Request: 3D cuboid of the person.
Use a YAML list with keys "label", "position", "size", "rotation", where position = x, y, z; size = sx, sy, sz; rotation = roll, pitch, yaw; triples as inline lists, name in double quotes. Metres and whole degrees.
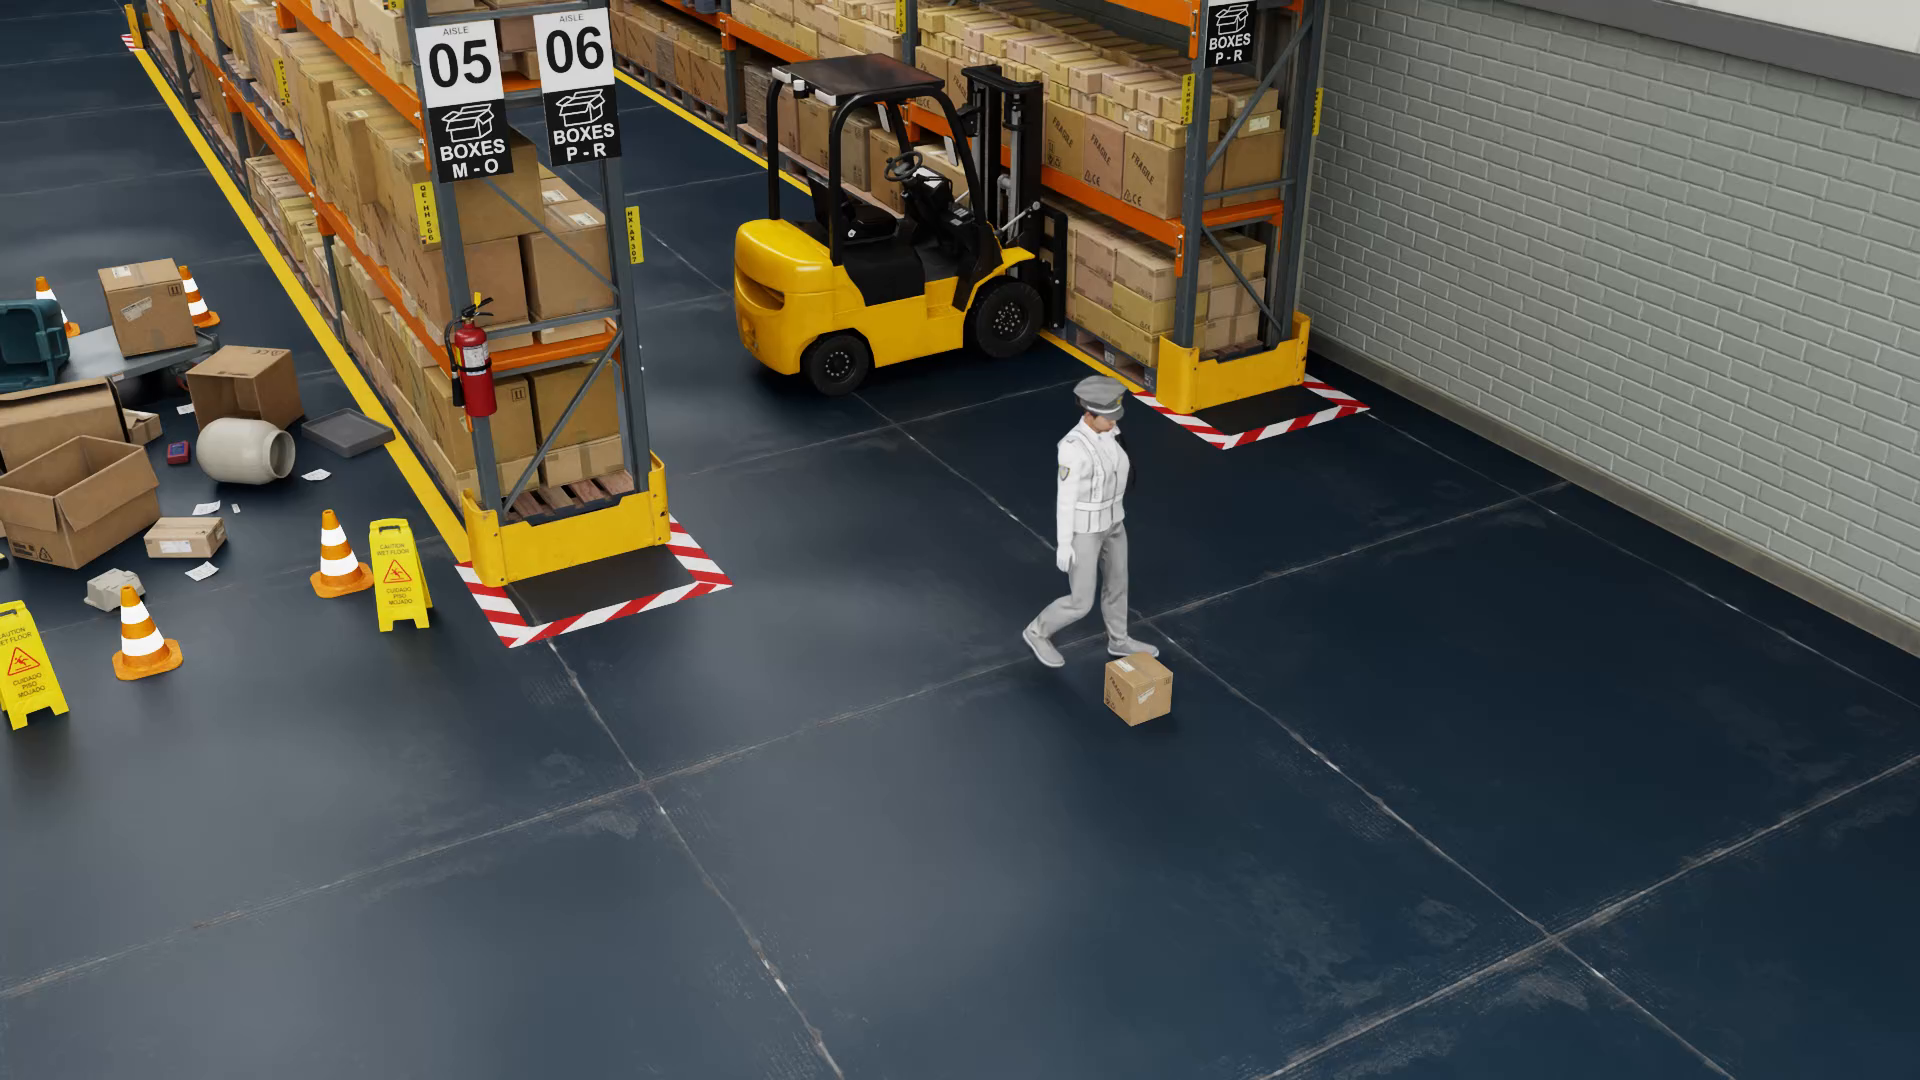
- label: "person"
  position: [0.701, -0.069, 8.647]
  size: [0.596, 1.652, 0.551]
  rotation: [22, 36, 34]
